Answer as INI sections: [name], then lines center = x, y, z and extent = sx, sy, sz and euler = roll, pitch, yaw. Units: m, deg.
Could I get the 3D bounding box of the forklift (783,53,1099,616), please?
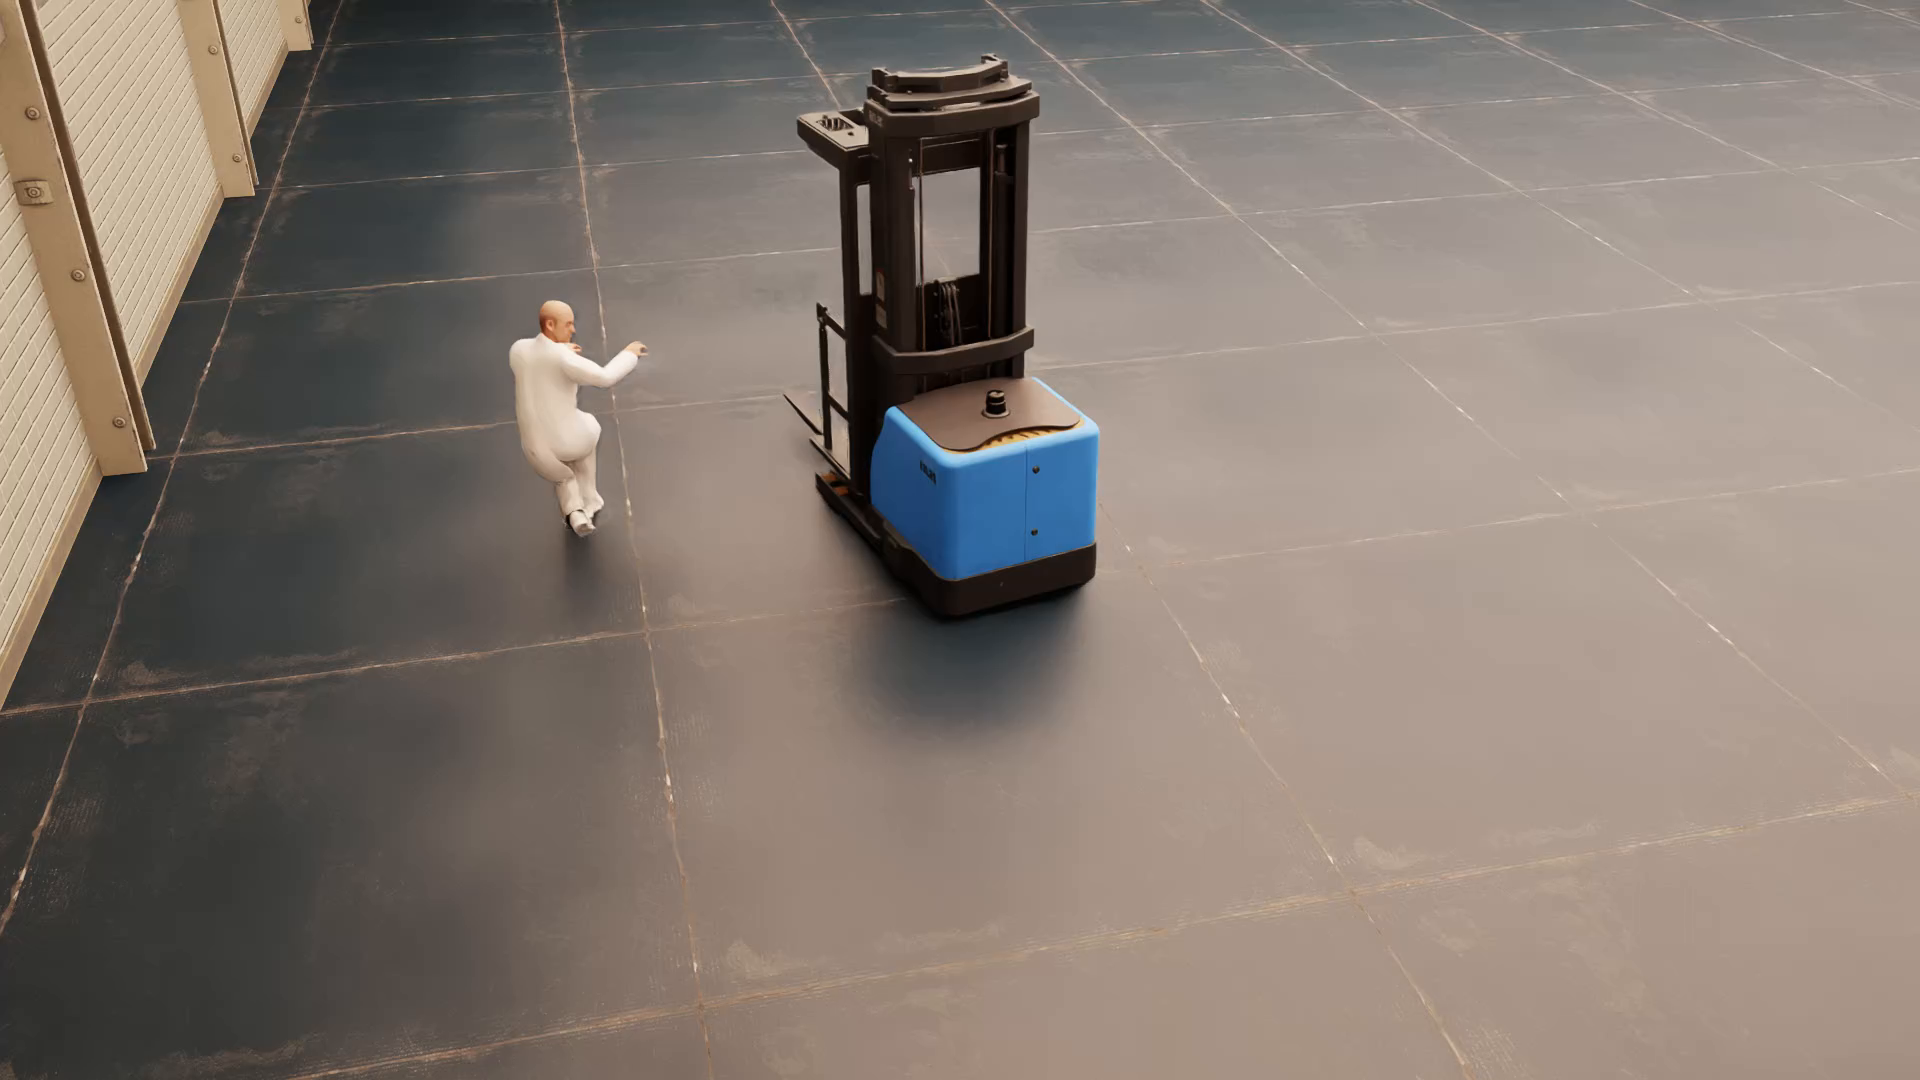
[forklift]
center = -0.296, -1.545, 10.243
extent = 1.130, 2.935, 3.031
euler = -14, 33, -23

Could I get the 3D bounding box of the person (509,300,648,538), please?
[person]
center = -2.333, -0.809, 10.386
extent = 0.854, 1.517, 1.166
euler = 3, 30, 5
